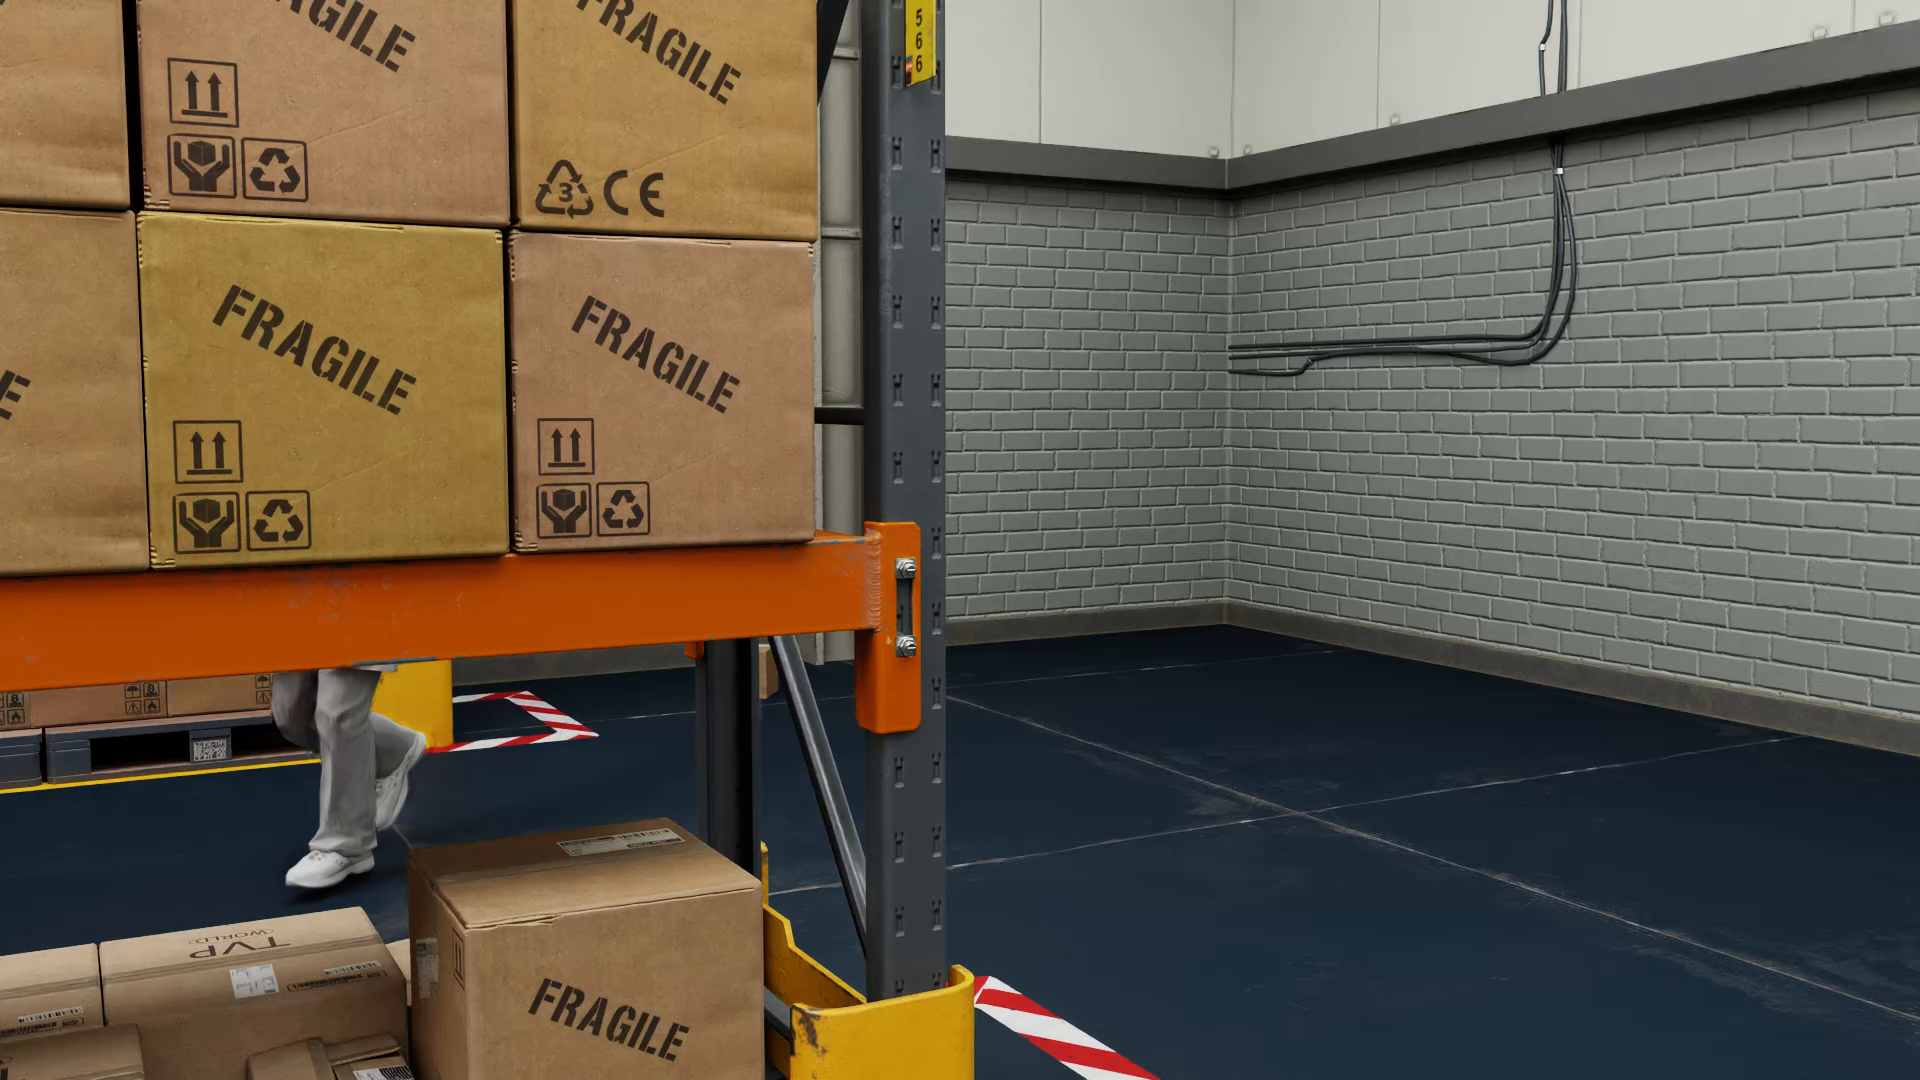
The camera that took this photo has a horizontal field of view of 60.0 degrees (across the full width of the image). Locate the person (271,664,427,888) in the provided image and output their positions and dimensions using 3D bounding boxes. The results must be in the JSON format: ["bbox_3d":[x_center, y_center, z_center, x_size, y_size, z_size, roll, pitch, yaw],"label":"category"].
[{"bbox_3d":[-1.975,0.185,5.358,0.580,1.755,0.711,2,5,22],"label":"person"}]
